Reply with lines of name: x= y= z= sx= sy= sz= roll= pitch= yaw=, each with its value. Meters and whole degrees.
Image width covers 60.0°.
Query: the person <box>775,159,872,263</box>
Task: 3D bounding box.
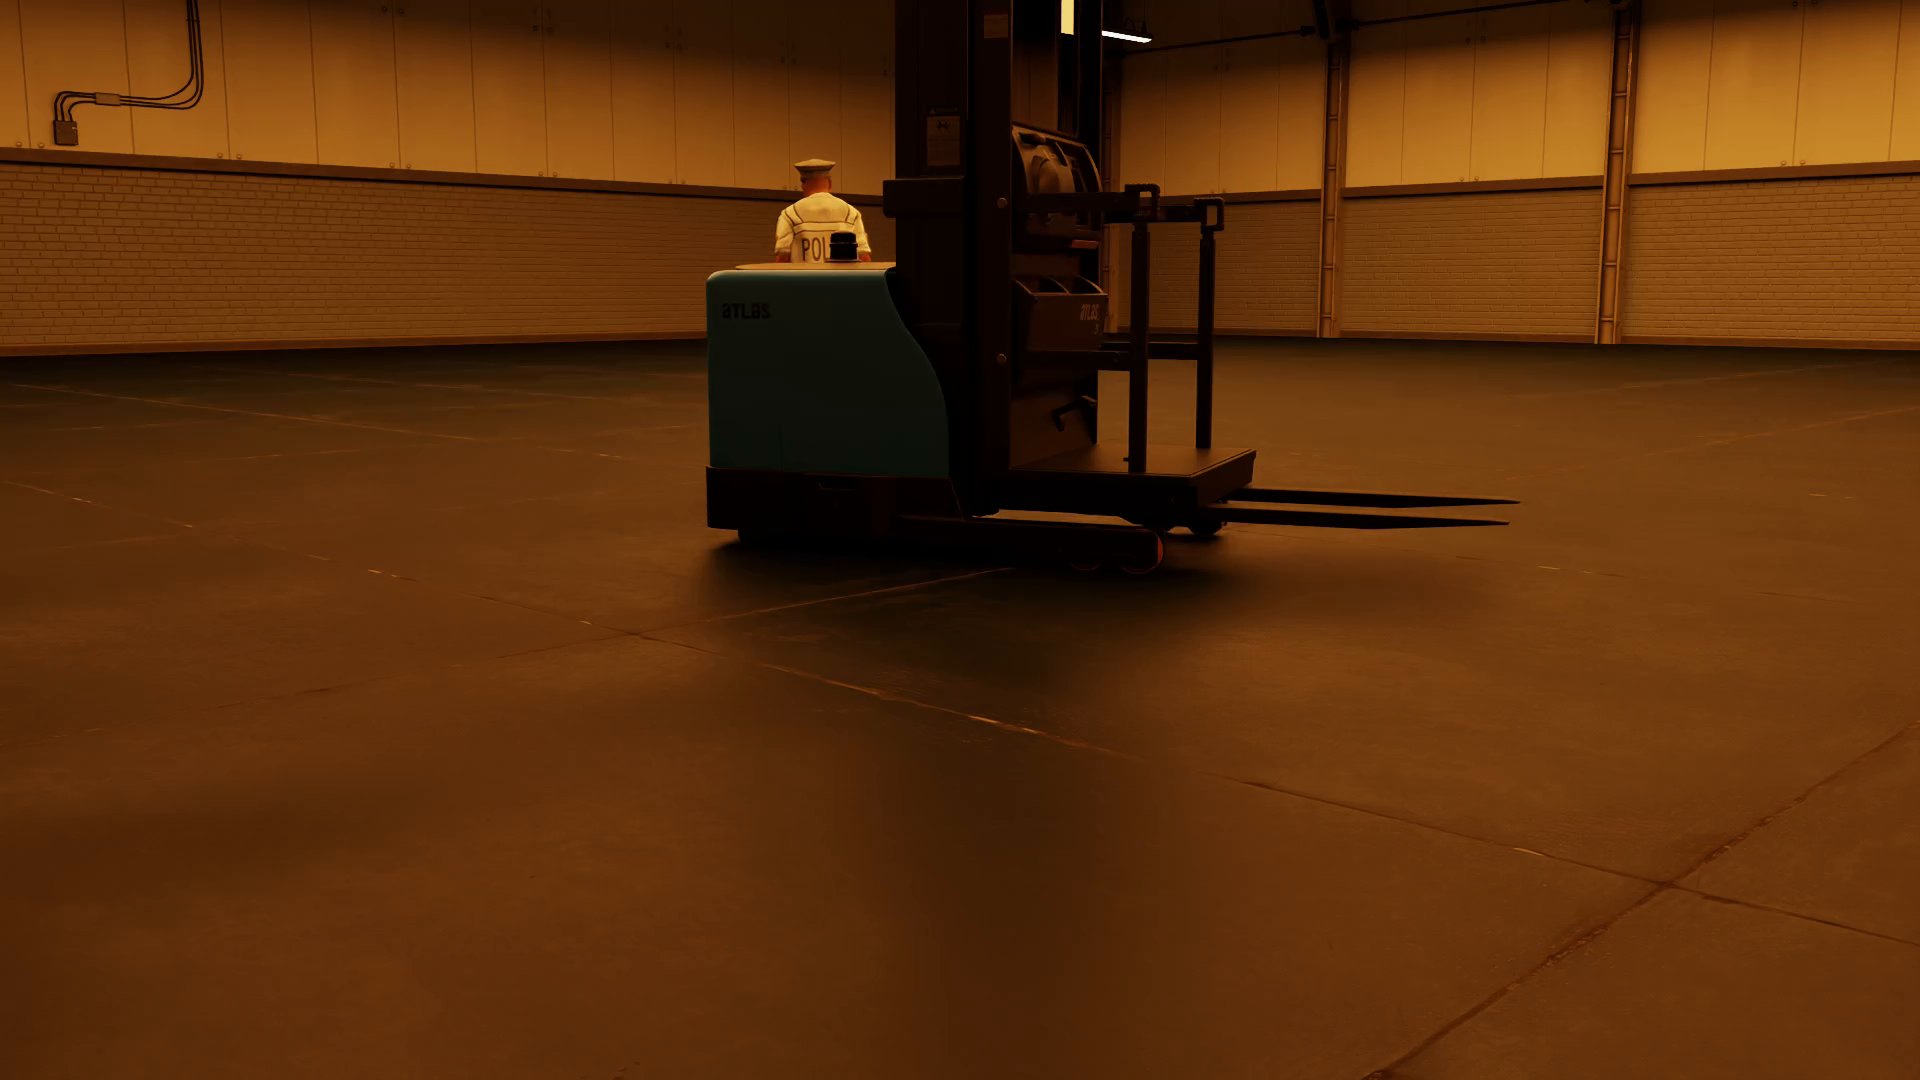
person: x=-0.795 y=-1.335 z=9.704 sx=0.595 sy=1.748 sz=0.433 roll=-2 pitch=9 yaw=-14

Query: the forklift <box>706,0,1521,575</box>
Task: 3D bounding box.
forklift: x=0.565 y=-1.416 z=6.275 sx=3.031 sy=2.935 sz=1.130 roll=3 pitch=9 yaw=22
